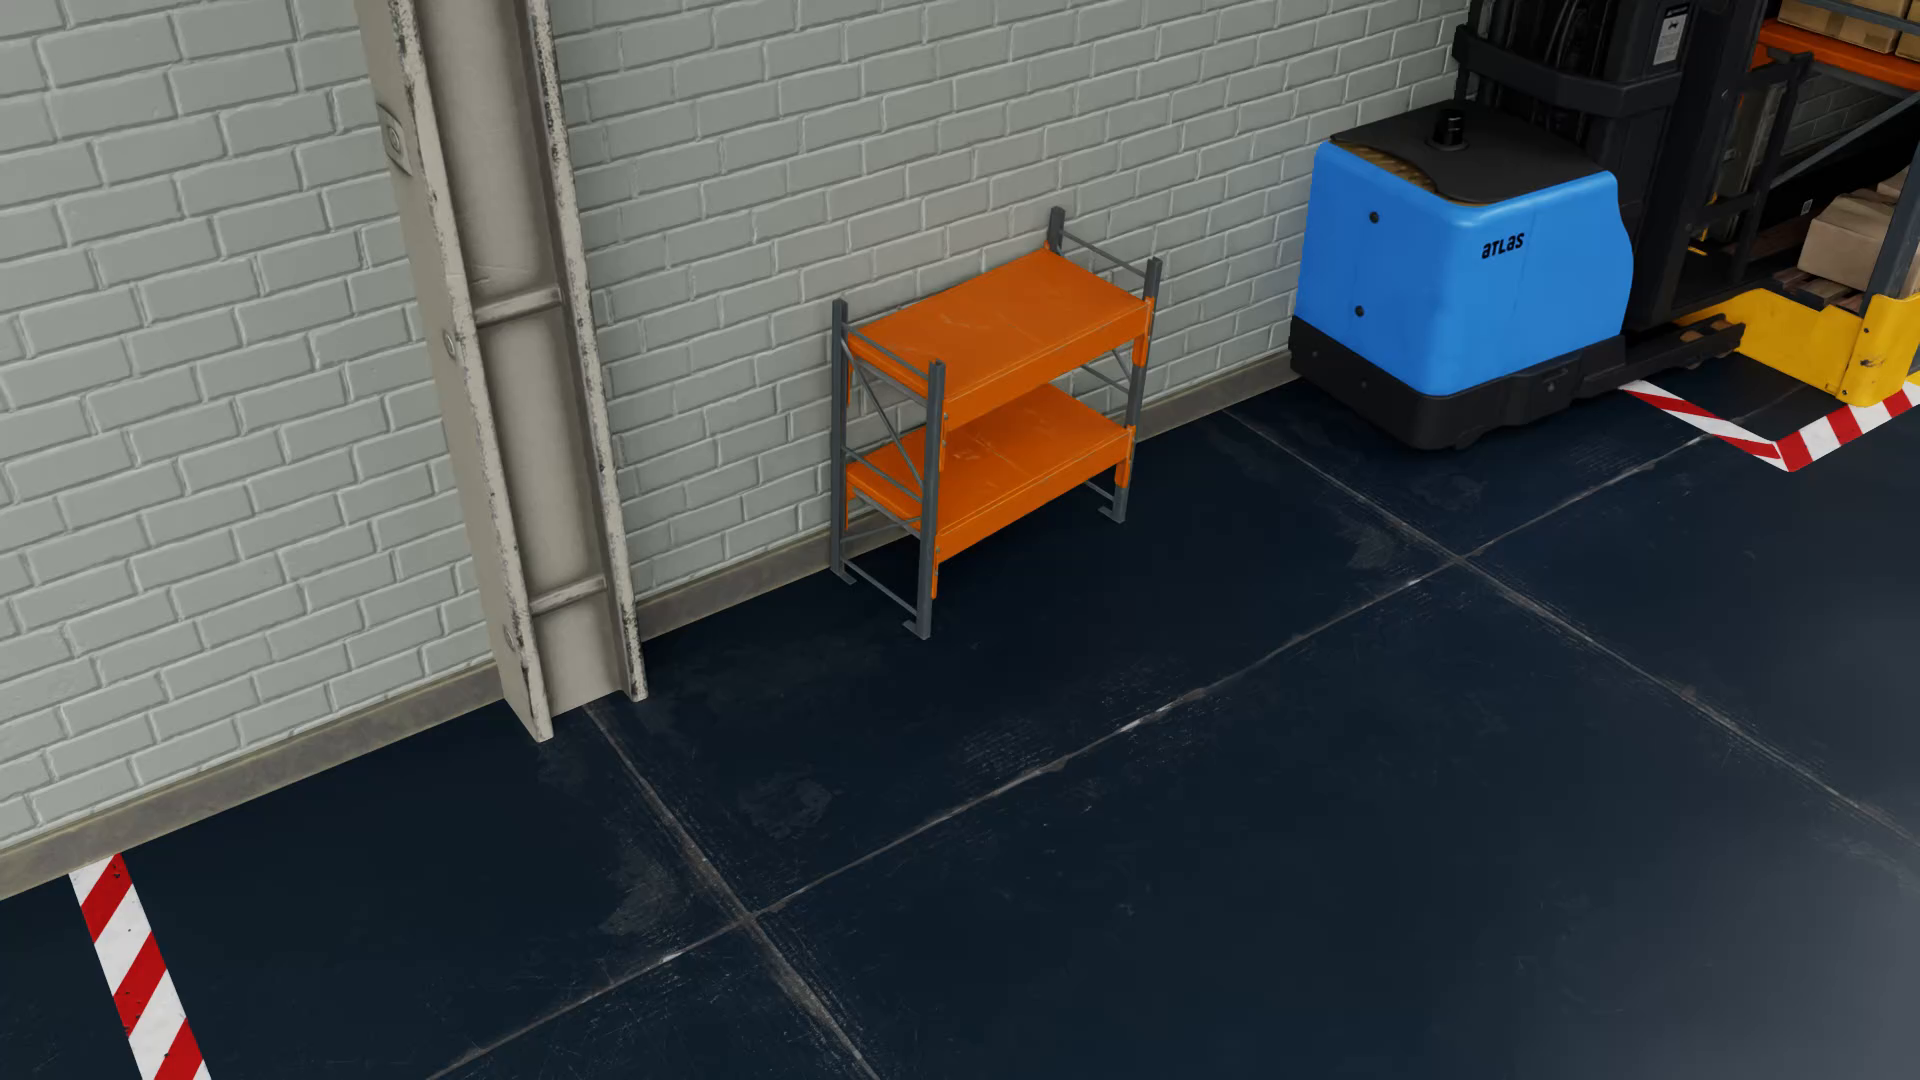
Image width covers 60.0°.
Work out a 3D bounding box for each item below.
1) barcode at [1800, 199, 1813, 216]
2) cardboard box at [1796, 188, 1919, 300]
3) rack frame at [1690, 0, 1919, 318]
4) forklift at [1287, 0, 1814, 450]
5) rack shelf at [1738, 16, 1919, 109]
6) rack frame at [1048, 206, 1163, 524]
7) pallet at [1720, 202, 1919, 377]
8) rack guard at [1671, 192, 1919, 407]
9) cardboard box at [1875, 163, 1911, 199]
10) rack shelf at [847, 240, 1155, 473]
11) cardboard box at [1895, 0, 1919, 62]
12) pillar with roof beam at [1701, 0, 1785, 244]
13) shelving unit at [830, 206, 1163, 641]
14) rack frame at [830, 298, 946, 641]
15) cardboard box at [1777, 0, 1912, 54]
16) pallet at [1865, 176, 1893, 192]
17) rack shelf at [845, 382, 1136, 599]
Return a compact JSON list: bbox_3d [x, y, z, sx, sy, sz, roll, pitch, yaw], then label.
[{"bbox_3d":[3.950,-1.552,7.758,0.075,0.075,0.001,-22,41,-28],"label":"barcode"},{"bbox_3d":[4.166,-1.352,7.487,0.500,0.311,0.500,-28,44,-33],"label":"cardboard box"},{"bbox_3d":[3.548,-2.075,6.566,0.127,3.000,1.000,-22,41,-28],"label":"rack frame"},{"bbox_3d":[2.866,-2.183,6.775,3.031,2.935,1.130,-19,40,-25],"label":"forklift"},{"bbox_3d":[5.183,-2.456,7.711,4.000,0.370,1.077,-22,41,-28],"label":"rack shelf"},{"bbox_3d":[0.476,-0.625,6.127,0.032,1.125,0.500,-29,49,-34],"label":"rack frame"},{"bbox_3d":[4.295,-1.225,7.772,1.213,0.211,1.003,-22,41,-28],"label":"pallet"},{"bbox_3d":[3.610,-1.086,7.331,0.348,0.500,1.175,-22,41,-28],"label":"rack guard"},{"bbox_3d":[4.632,-1.544,7.753,0.500,0.311,0.500,-19,40,-24],"label":"cardboard box"},{"bbox_3d":[0.126,-0.648,5.657,1.000,0.278,0.538,-29,49,-34],"label":"rack shelf"},{"bbox_3d":[4.130,-2.035,6.622,0.500,0.250,0.500,-24,42,-29],"label":"cardboard box"},{"bbox_3d":[6.102,-3.104,2.859,0.400,9.000,9.100,-22,41,-28],"label":"pillar with roof beam"},{"bbox_3d":[0.110,-0.420,5.840,1.048,1.125,0.538,-29,49,-34],"label":"shelving unit"},{"bbox_3d":[-0.257,-0.215,5.553,0.032,1.125,0.500,-29,49,-34],"label":"rack frame"},{"bbox_3d":[3.819,-2.272,6.951,0.500,0.250,0.500,-22,41,-27],"label":"cardboard box"},{"bbox_3d":[5.291,-1.633,8.339,1.213,0.211,1.003,-22,41,-28],"label":"pallet"},{"bbox_3d":[0.096,-0.230,5.993,1.000,0.278,0.538,-29,49,-34],"label":"rack shelf"}]
